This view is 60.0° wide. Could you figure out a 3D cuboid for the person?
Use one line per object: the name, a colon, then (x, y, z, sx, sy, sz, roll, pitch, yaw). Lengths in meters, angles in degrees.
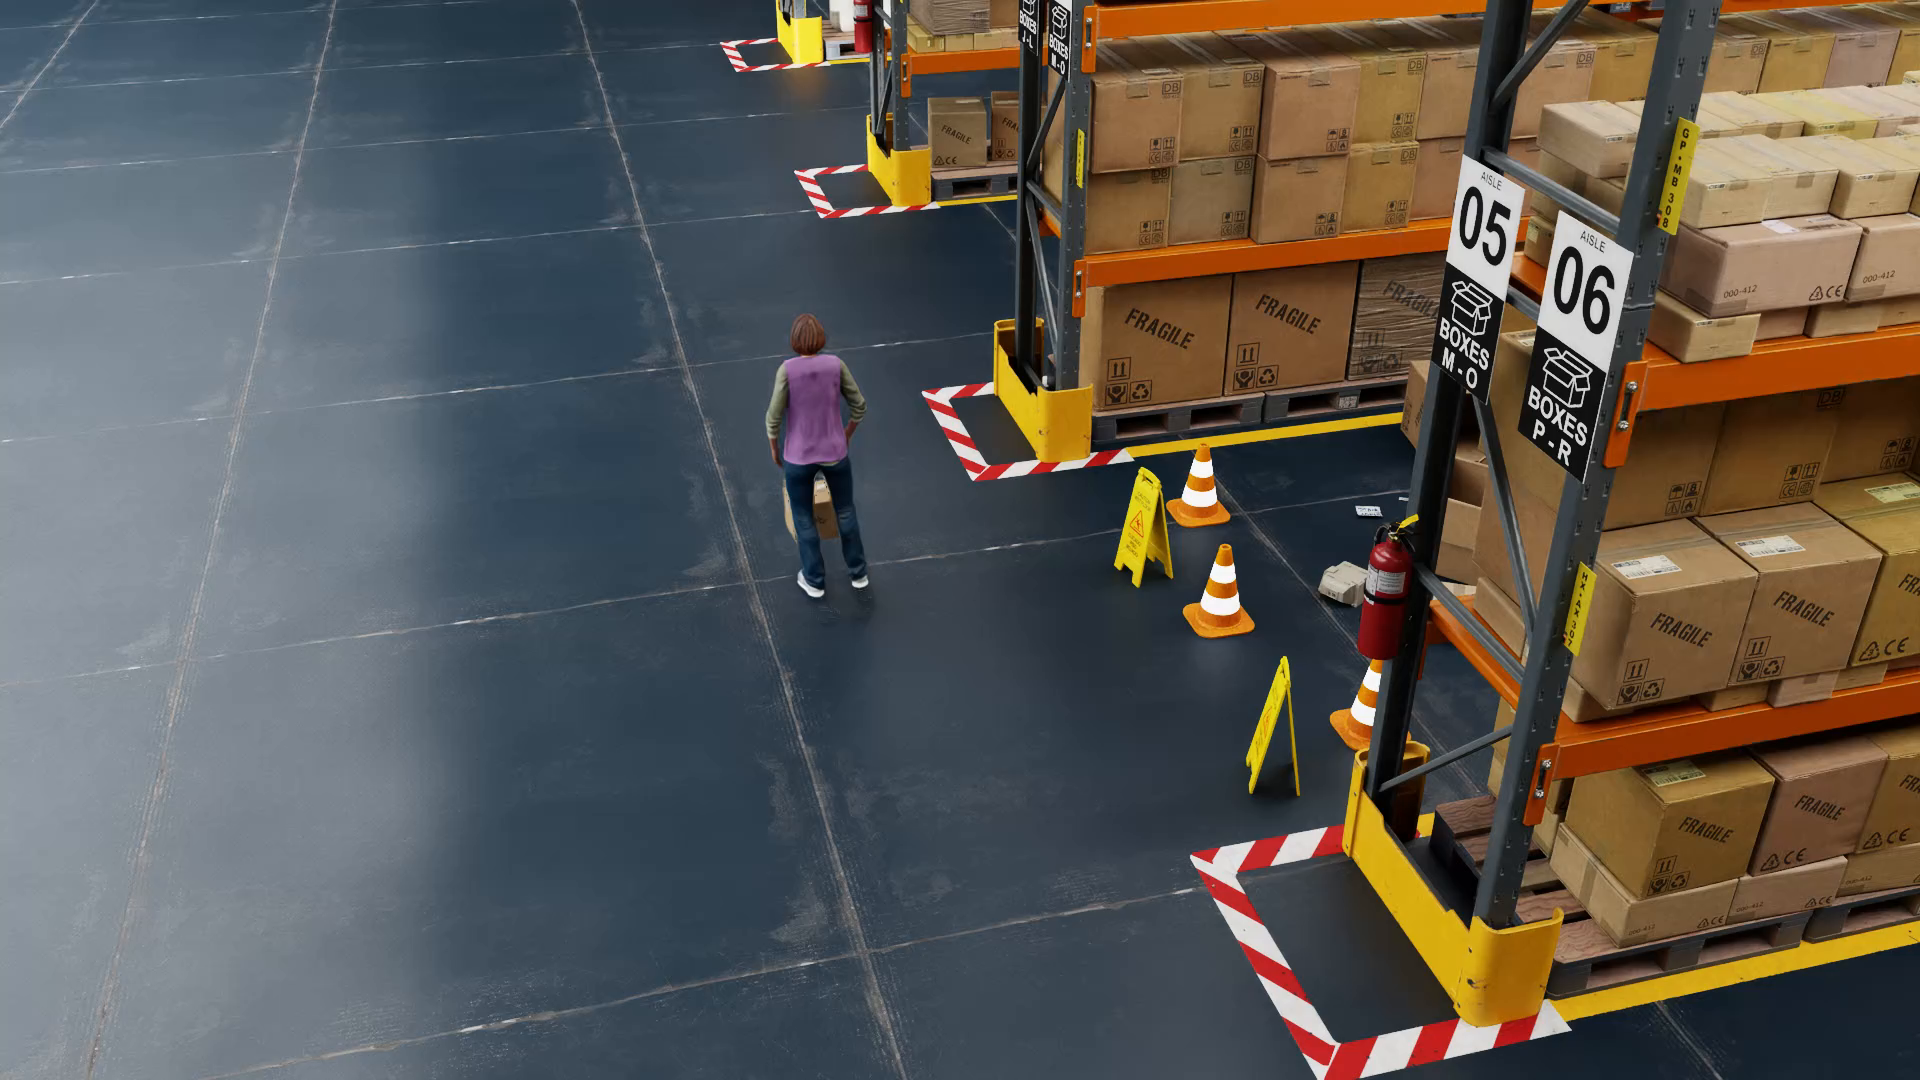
person: (-0.766, -0.455, 9.024, 0.553, 1.567, 0.450, -9, 32, -14)
